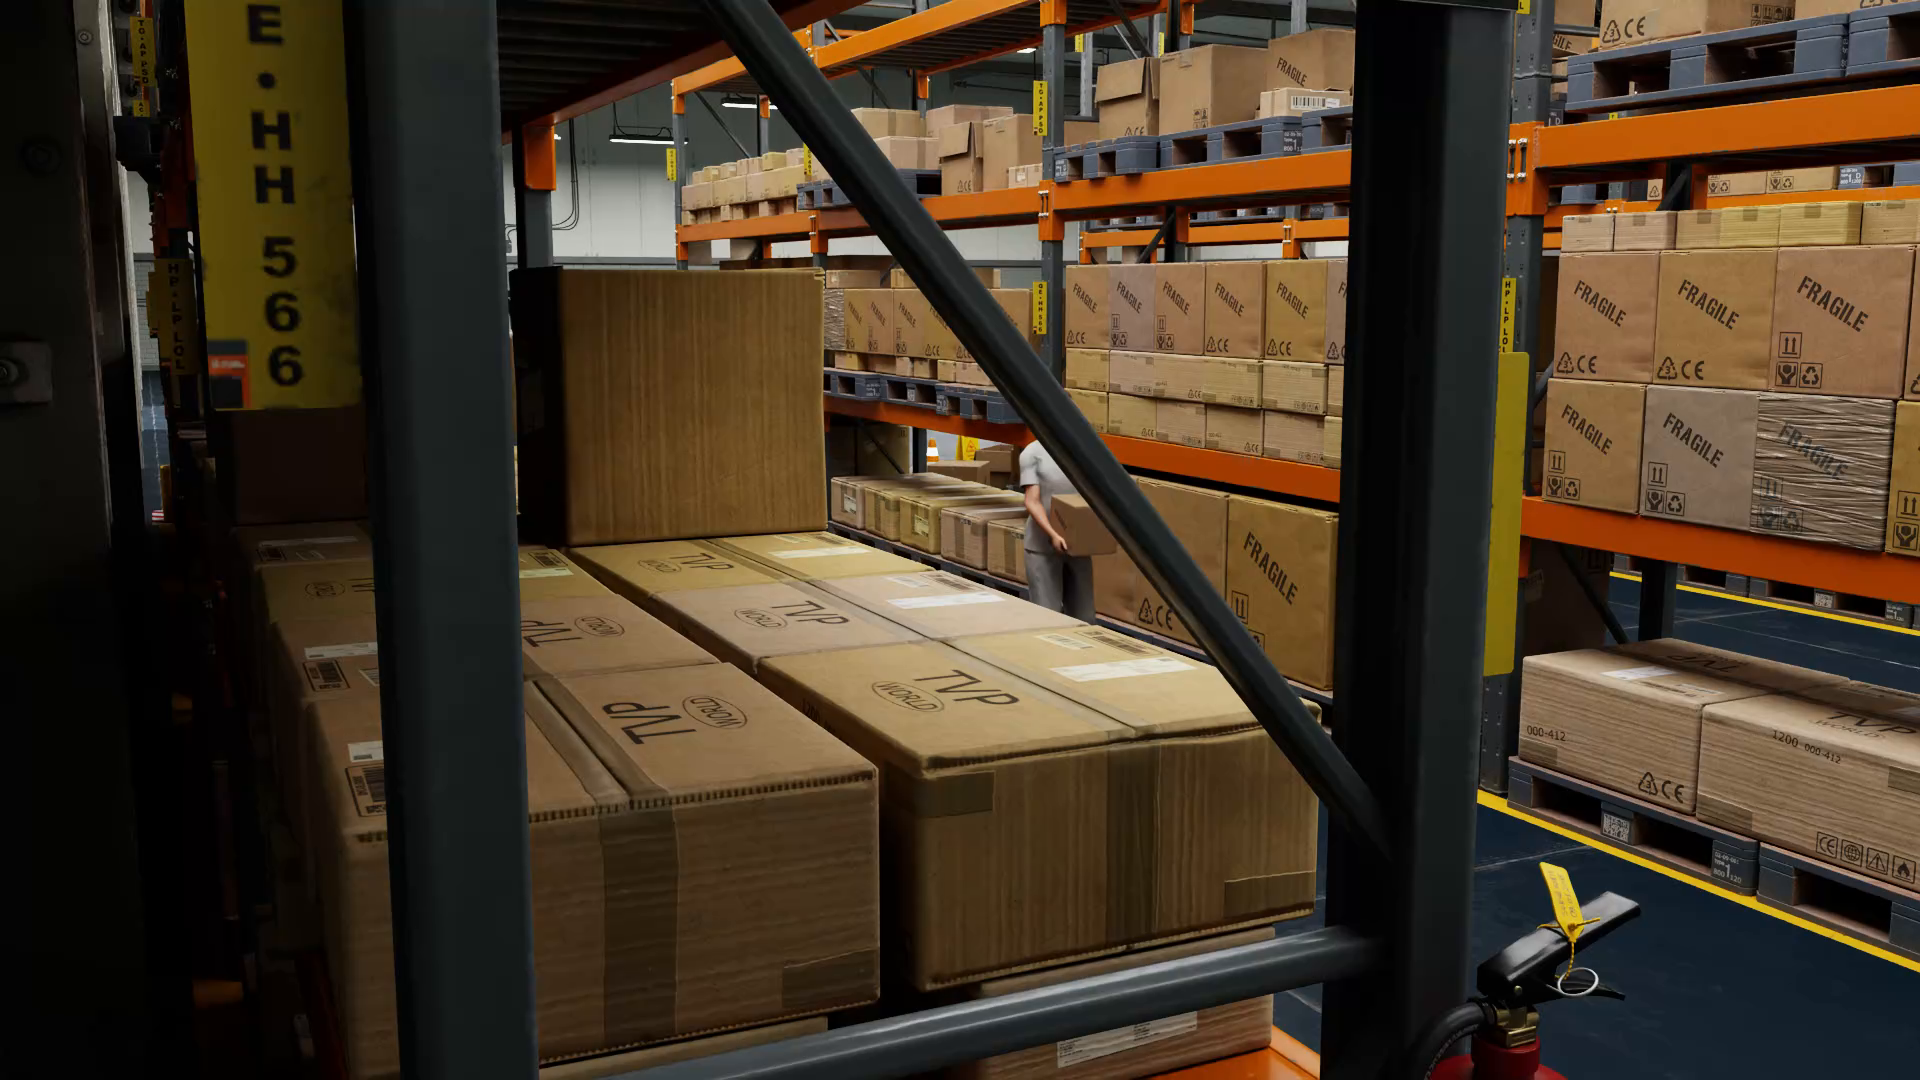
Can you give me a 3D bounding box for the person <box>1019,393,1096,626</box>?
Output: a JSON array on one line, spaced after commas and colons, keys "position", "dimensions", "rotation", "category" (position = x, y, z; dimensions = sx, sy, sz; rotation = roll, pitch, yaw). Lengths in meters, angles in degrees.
[{"position": [0.524, 0.080, 8.365], "dimensions": [0.437, 1.662, 0.555], "rotation": [-4, 9, -25], "category": "person"}]
